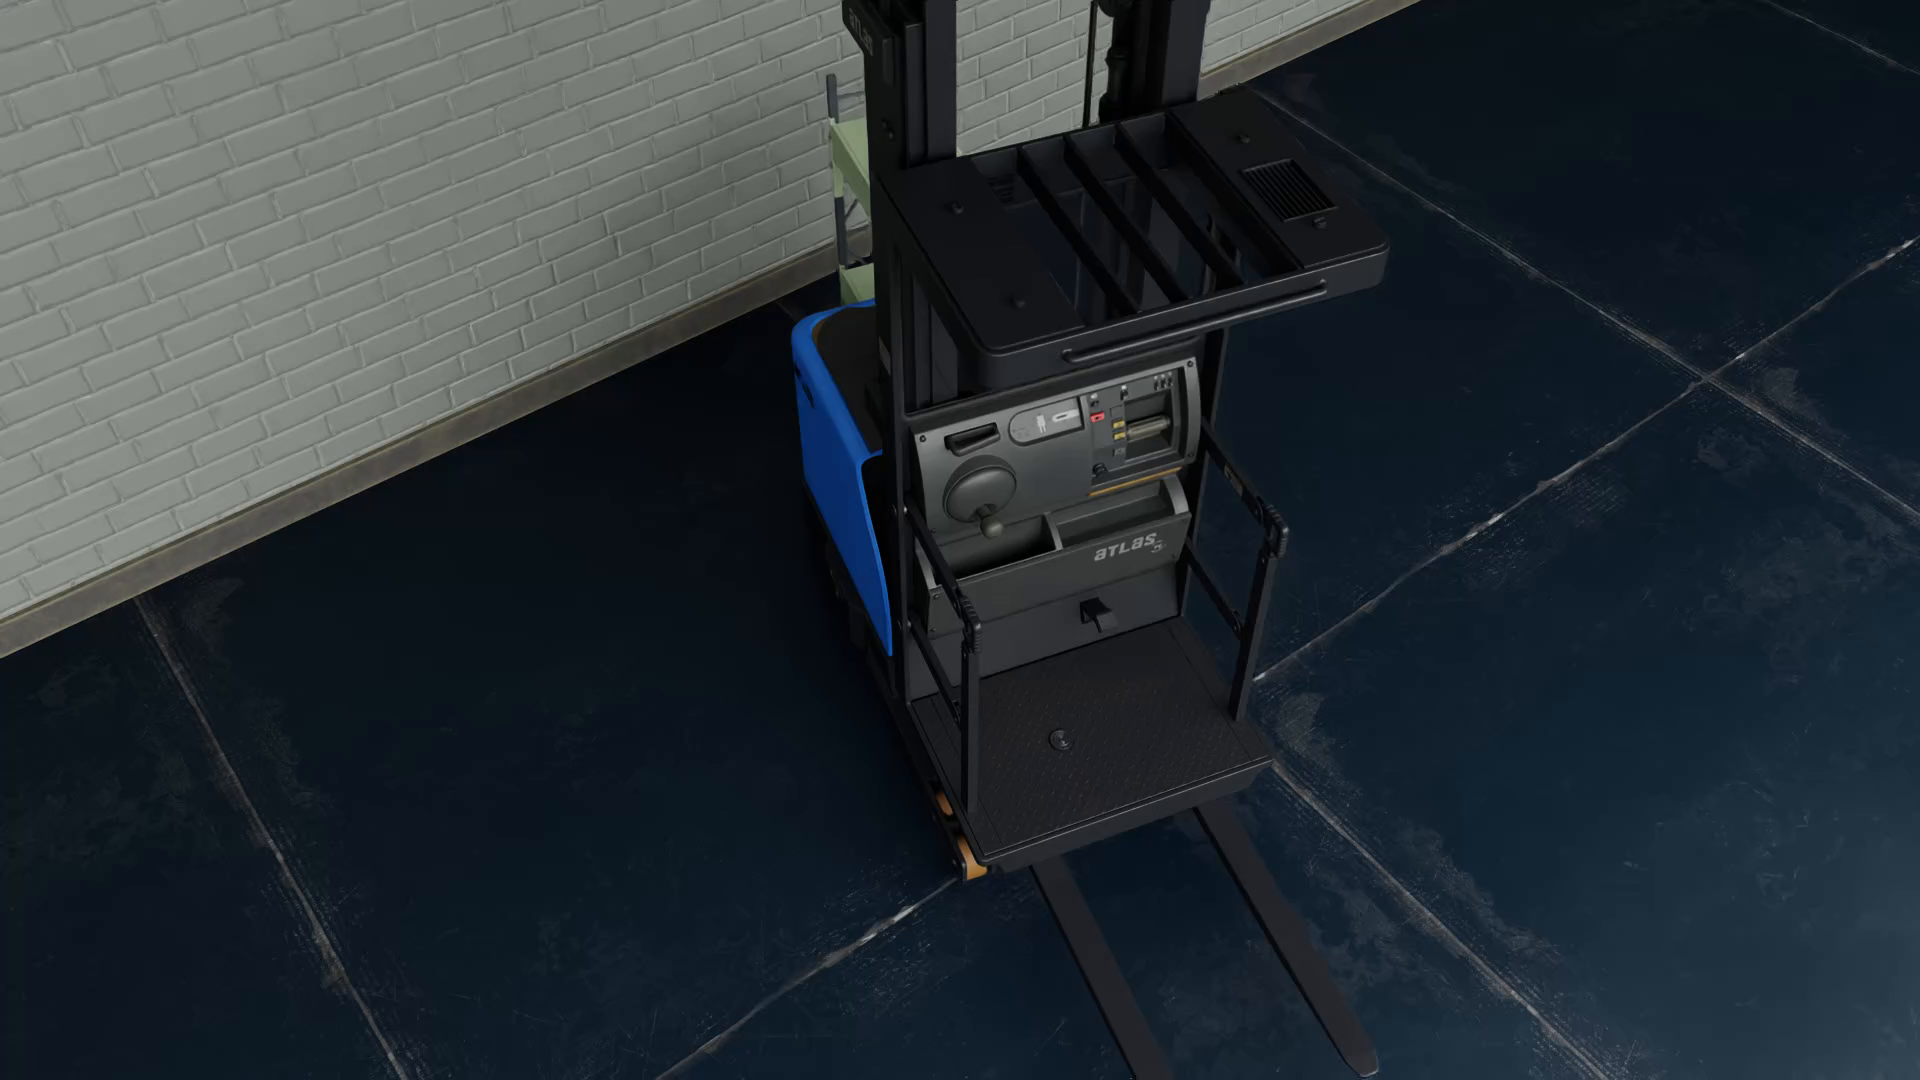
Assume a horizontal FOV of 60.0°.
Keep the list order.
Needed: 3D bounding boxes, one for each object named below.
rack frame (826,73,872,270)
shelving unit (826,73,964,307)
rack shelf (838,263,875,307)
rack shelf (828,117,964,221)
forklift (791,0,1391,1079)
[{"bbox_3d":[-0.321,-1.314,6.927,0.400,1.500,0.023,-17,50,-15],"label":"rack frame"},{"bbox_3d":[-0.185,-1.062,6.699,0.431,1.500,0.755,-17,50,-15],"label":"shelving unit"},{"bbox_3d":[-0.185,-0.843,6.941,0.431,0.370,0.720,-17,50,-15],"label":"rack shelf"},{"bbox_3d":[-0.185,-1.324,6.410,0.431,0.370,0.720,-17,50,-15],"label":"rack shelf"},{"bbox_3d":[0.389,-0.187,4.940,1.130,2.935,3.031,-17,50,-15],"label":"forklift"}]
